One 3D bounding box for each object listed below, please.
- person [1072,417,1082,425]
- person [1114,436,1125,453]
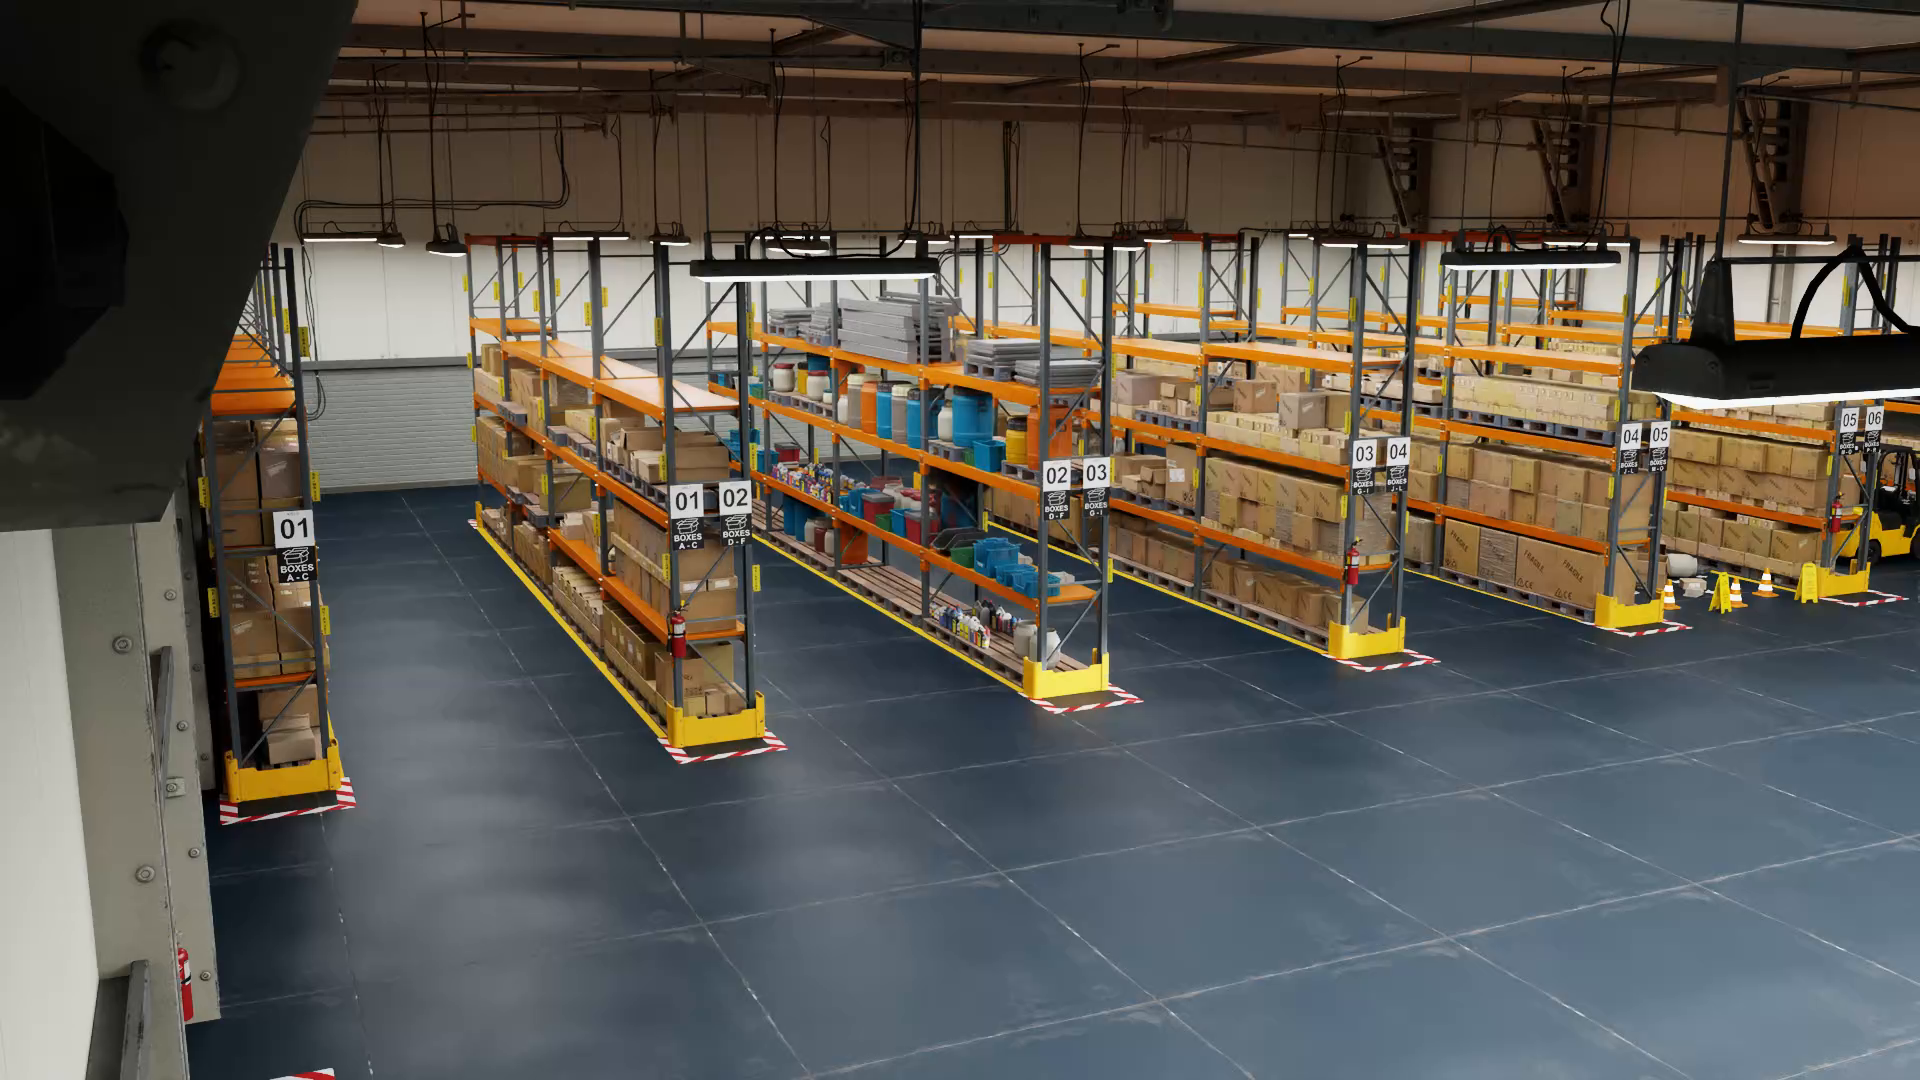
[{"bbox_3d":[2.791,-2.282,40.898,0.551,1.506,0.753,-10,15,-43],"label":"person"},{"bbox_3d":[4.044,-2.512,41.856,0.549,1.623,0.608,-6,13,-30],"label":"person"}]
